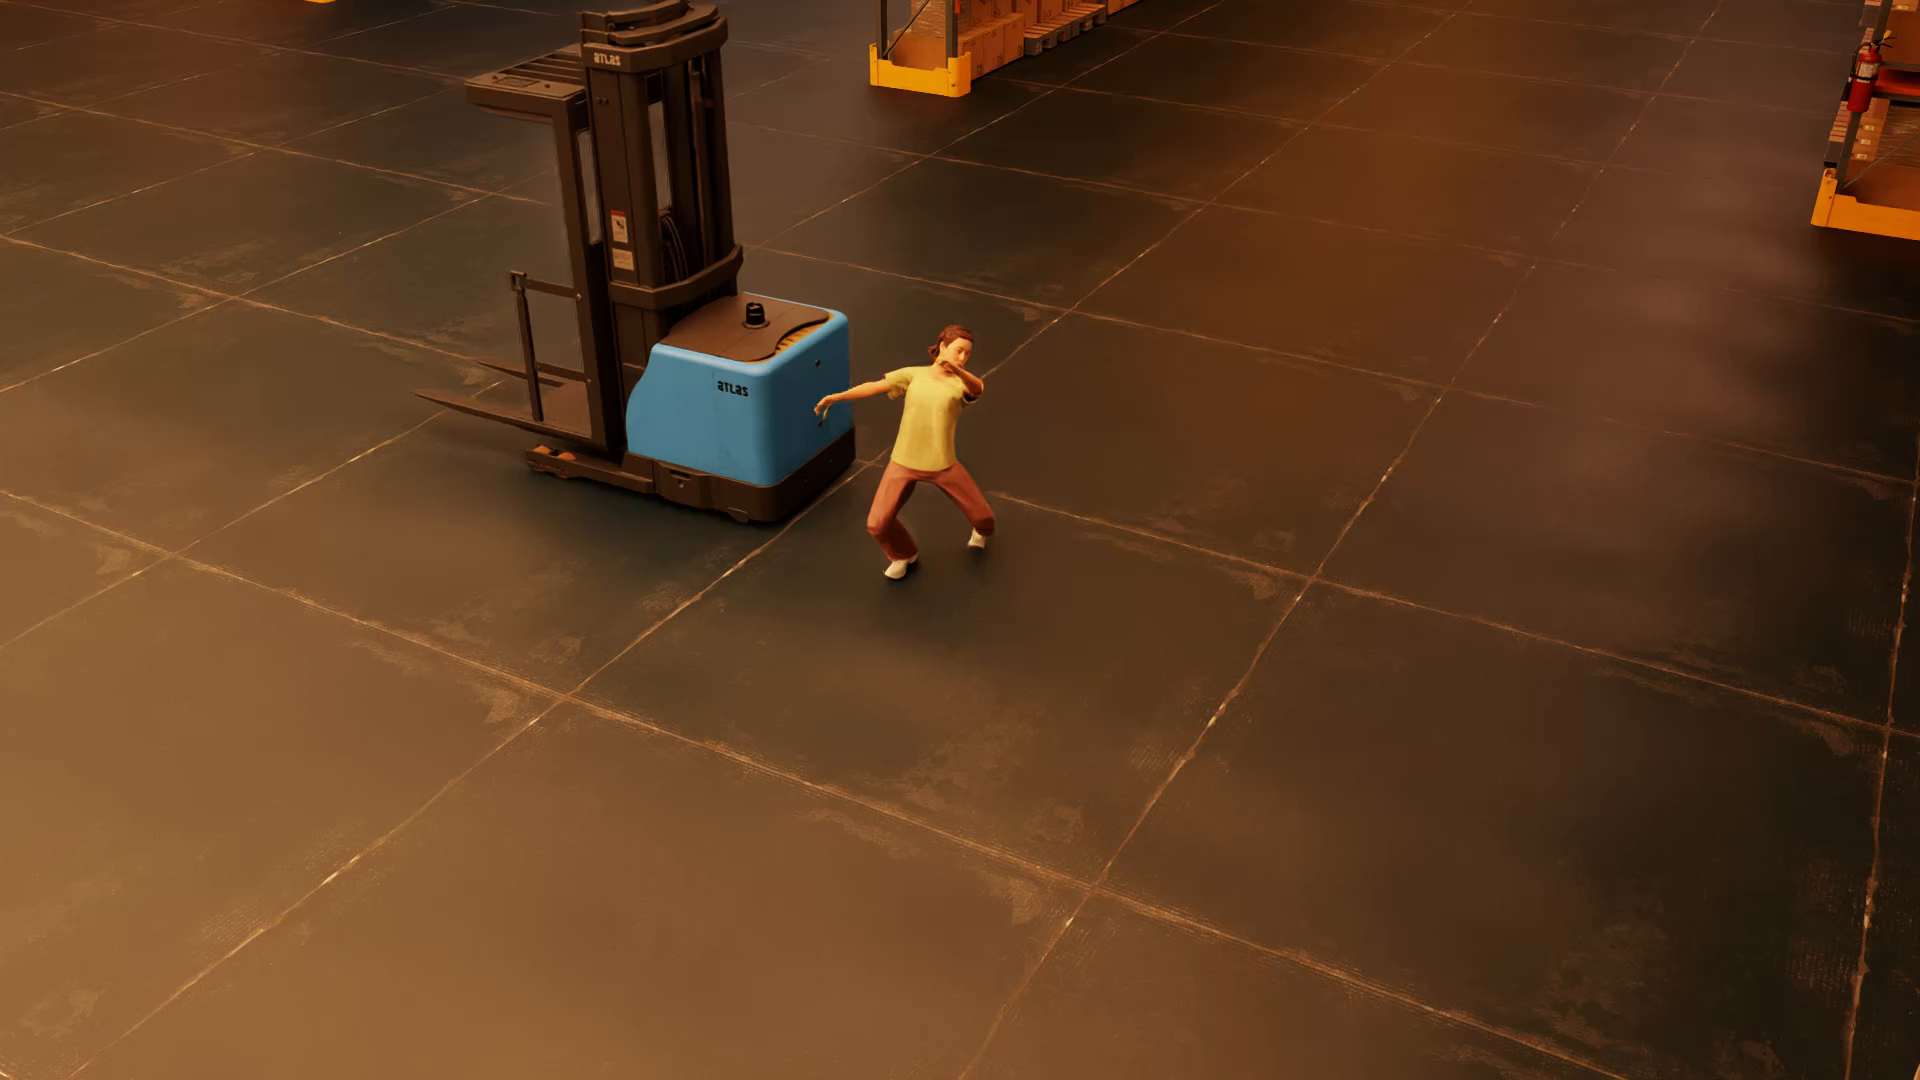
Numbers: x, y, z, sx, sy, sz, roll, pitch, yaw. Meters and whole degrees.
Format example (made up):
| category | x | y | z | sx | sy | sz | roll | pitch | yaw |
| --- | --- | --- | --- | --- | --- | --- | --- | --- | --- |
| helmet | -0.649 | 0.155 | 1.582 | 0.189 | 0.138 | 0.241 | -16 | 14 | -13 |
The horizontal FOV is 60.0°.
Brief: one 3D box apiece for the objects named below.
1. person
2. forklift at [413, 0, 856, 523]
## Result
| category | x | y | z | sx | sy | sz | roll | pitch | yaw |
| --- | --- | --- | --- | --- | --- | --- | --- | --- | --- |
| person | -0.294 | -0.461 | 9.318 | 1.008 | 1.461 | 0.682 | -1 | 30 | -1 |
| forklift | -2.224 | -1.880 | 10.328 | 3.031 | 2.935 | 1.130 | 15 | 33 | 24 |
